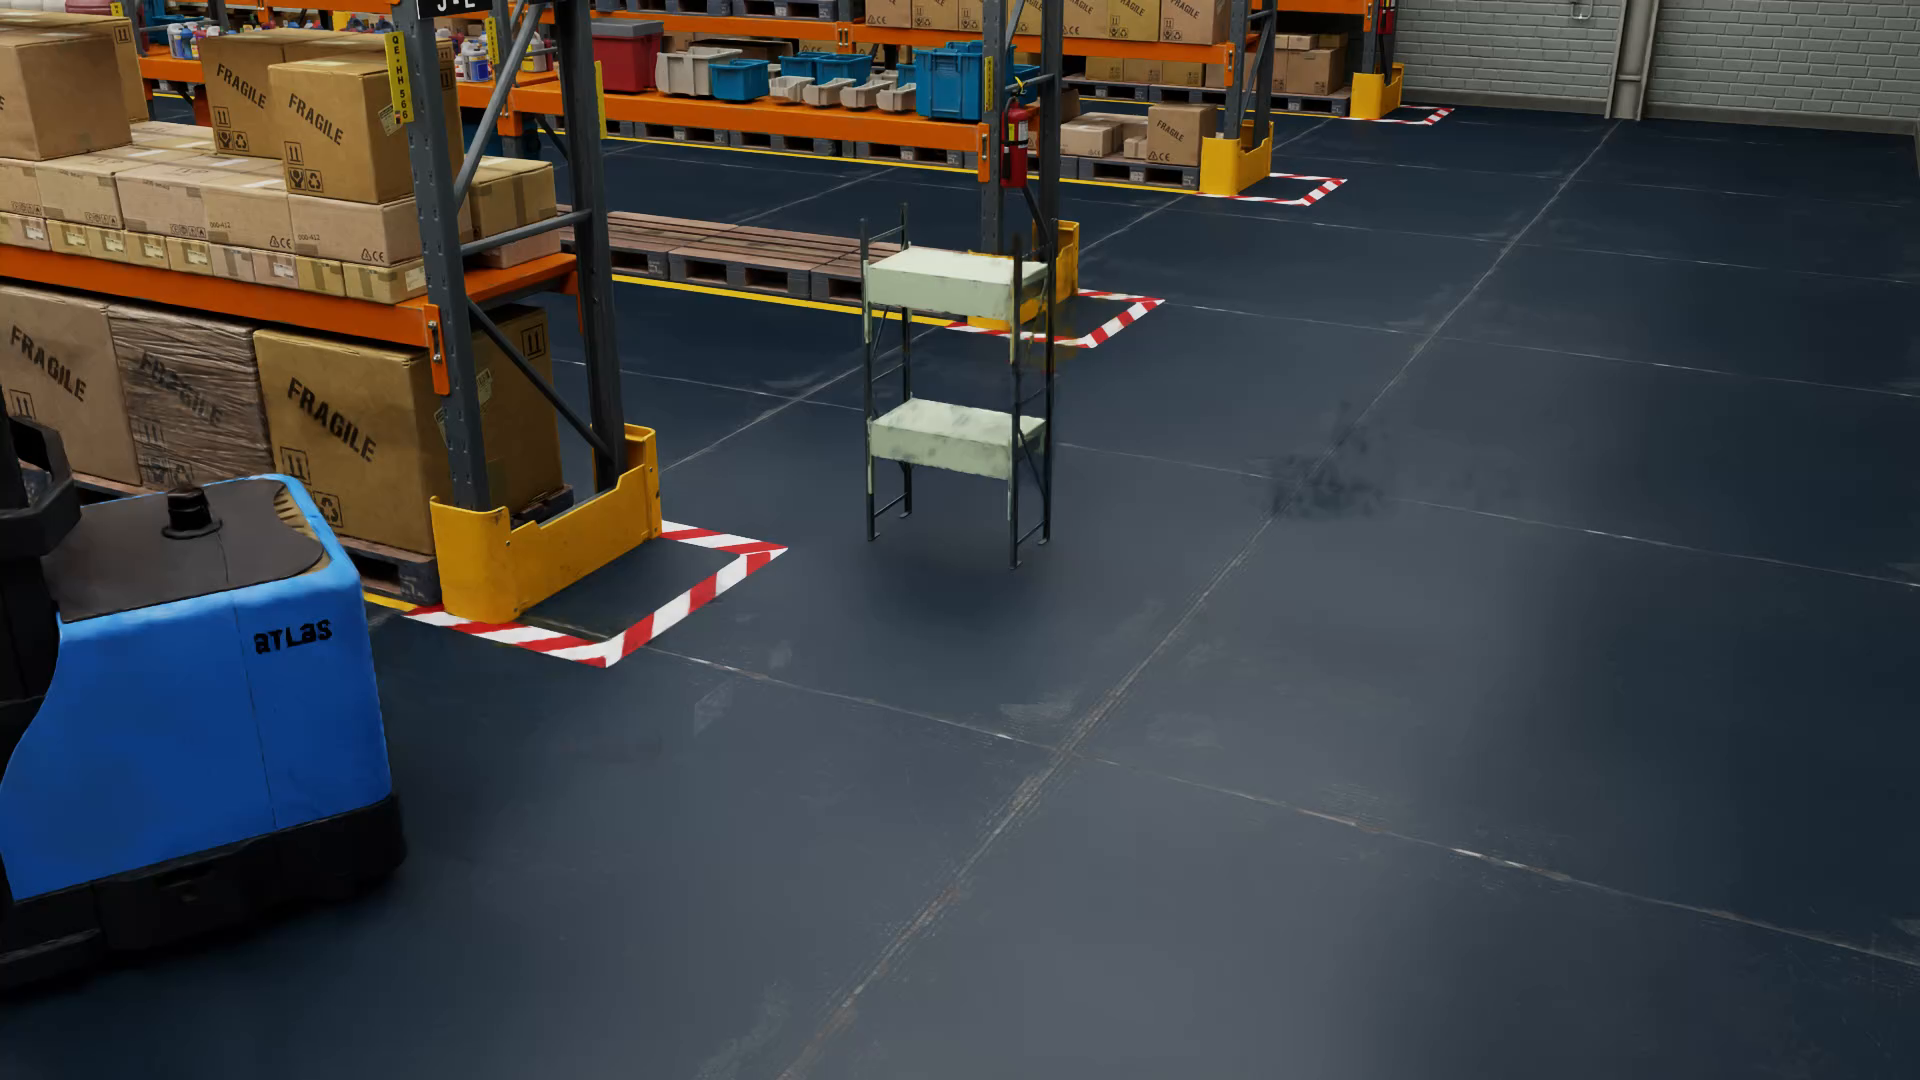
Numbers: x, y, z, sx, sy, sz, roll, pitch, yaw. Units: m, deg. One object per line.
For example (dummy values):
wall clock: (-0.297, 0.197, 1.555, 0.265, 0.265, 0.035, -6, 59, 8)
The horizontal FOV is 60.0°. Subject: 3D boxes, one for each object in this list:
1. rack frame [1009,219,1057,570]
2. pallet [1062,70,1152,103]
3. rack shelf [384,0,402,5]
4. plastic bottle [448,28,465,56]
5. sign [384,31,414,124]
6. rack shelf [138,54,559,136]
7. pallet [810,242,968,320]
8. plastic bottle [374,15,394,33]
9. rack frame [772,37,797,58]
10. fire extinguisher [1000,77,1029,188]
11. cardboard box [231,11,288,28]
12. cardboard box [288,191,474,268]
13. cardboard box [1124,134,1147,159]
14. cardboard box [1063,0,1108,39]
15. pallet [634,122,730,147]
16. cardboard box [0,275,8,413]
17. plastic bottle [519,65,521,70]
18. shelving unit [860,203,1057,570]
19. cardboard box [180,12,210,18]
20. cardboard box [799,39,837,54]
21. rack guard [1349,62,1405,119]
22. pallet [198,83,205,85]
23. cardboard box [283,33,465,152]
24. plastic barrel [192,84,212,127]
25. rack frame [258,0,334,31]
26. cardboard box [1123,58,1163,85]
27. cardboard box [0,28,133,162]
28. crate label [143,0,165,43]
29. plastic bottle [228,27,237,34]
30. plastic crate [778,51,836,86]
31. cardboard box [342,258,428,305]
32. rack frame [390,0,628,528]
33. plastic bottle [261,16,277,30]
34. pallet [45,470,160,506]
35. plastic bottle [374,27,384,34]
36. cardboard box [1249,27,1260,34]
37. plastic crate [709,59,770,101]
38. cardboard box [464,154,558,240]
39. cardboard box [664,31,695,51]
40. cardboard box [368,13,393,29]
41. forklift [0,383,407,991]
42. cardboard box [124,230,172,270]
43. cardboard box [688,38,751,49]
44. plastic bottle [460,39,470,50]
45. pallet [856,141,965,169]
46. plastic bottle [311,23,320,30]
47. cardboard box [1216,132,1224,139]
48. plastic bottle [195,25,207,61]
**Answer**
rack frame: (0.321, -0.627, 7.307, 0.023, 1.500, 0.400, 11, 25, 25)
pallet: (1.961, -5.708, 20.903, 1.213, 0.211, 1.003, 11, 25, 25)
rack shelf: (-3.602, -2.659, 7.257, 4.000, 0.370, 1.077, 11, 25, 25)
plastic bottle: (-4.080, -4.010, 13.496, 0.133, 0.283, 0.061, 11, 25, 25)
sign: (-2.075, -1.712, 6.160, 0.005, 0.325, 0.100, 11, 25, 25)
rack shelf: (-4.937, -3.715, 13.573, 4.000, 0.370, 1.077, 11, 25, 25)
pallet: (-0.301, -1.863, 11.861, 1.213, 0.211, 1.003, 11, 25, 25)
plastic bottle: (-4.741, -4.154, 13.747, 0.185, 0.351, 0.144, 11, 25, 25)
rack frame: (-2.252, -7.860, 22.398, 0.127, 3.000, 1.000, 11, 25, 25)
fire extinguisher: (0.347, -2.594, 10.593, 0.183, 0.674, 0.296, 11, 25, 25)
cardboard box: (-8.776, -6.385, 20.949, 0.500, 0.500, 0.500, 11, 25, 25)
cardboard box: (-2.370, -1.318, 6.827, 0.500, 0.250, 0.500, 11, 25, 24)
cardboard box: (1.738, -3.728, 15.741, 0.250, 0.166, 0.380, 11, 25, 25)
cardboard box: (1.226, -4.927, 15.374, 0.500, 0.500, 0.500, 11, 26, 25)
pallet: (-2.750, -4.485, 18.026, 1.213, 0.211, 1.003, 11, 25, 25)
cardboard box: (-4.834, -1.034, 8.528, 0.875, 0.875, 0.875, 11, 25, 25)
plastic bottle: (-3.517, -3.853, 13.231, 0.097, 0.201, 0.097, 0, 23, 0)
shelving unit: (-0.006, -0.691, 7.459, 0.755, 1.500, 0.431, 11, 25, 25)
cardboard box: (-9.455, -6.293, 20.733, 0.500, 0.500, 0.500, 11, 25, 25)
cardboard box: (-1.655, -6.888, 22.324, 0.750, 0.750, 0.750, 11, 25, 24)
rack guard: (4.909, -5.292, 19.556, 0.348, 0.500, 1.175, 11, 25, 25)
pallet: (-8.744, -5.707, 20.900, 1.213, 0.211, 1.003, 11, 25, 25)
cardboard box: (-2.570, -1.937, 7.326, 0.500, 0.500, 0.500, 11, 25, 23)
plastic barrel: (-6.278, -3.514, 14.416, 0.708, 0.830, 0.600, 11, 25, 25)
rack frame: (-8.054, -6.835, 19.989, 0.127, 3.000, 1.000, 11, 25, 25)
cardboard box: (2.386, -5.938, 20.538, 0.500, 0.500, 0.700, 11, 25, 24)
cardboard box: (-4.173, -2.023, 7.526, 0.500, 0.500, 0.500, 10, 25, 23)
crate label: (-7.487, -4.686, 14.890, 0.616, 0.435, 0.502, 11, 25, 25)
plastic bottle: (-5.950, -4.060, 13.630, 0.097, 0.271, 0.097, 0, 23, 0)
plastic crate: (-1.097, -3.382, 12.006, 0.300, 0.233, 0.416, 11, 25, 25)
cardboard box: (-2.284, -1.089, 6.800, 0.250, 0.149, 0.380, 12, 26, 26)
rack frame: (-1.818, -1.257, 6.873, 0.127, 3.000, 1.000, 11, 25, 25)
plastic bottle: (-5.963, -4.383, 14.372, 0.133, 0.283, 0.061, 11, 25, 25)
pallet: (-3.651, -0.304, 8.194, 1.213, 0.211, 1.003, 11, 25, 25)
plastic bottle: (-4.757, -4.067, 13.645, 0.097, 0.271, 0.097, 0, 23, 0)
cardboard box: (3.516, -6.103, 20.097, 0.250, 0.149, 0.380, 12, 26, 25)
plastic crate: (-1.531, -3.211, 11.604, 0.300, 0.233, 0.416, 11, 25, 25)
cardboard box: (-2.124, -1.504, 7.265, 0.500, 0.250, 0.500, 10, 25, 23)
cardboard box: (-3.782, -7.230, 23.550, 0.500, 0.500, 0.700, 11, 25, 24)
cardboard box: (-8.815, -8.084, 25.799, 0.500, 0.311, 0.500, 8, 24, 19)
forklift: (-3.270, -0.142, 4.339, 3.031, 2.935, 1.130, -13, 26, -28)
cardboard box: (-3.428, -1.315, 7.330, 0.250, 0.149, 0.380, 11, 26, 25)
cardboard box: (-2.576, -5.255, 17.948, 0.500, 0.250, 0.500, 11, 25, 24)
plastic bottle: (-3.985, -3.946, 13.449, 0.097, 0.201, 0.097, 0, 23, 0)
pallet: (-0.302, -4.018, 16.928, 1.213, 0.211, 1.003, 11, 25, 25)
plastic bottle: (-5.103, -3.913, 13.181, 0.185, 0.351, 0.144, 11, 25, 25)
cardboard box: (2.437, -3.801, 15.935, 0.250, 0.149, 0.380, 11, 25, 25)
plastic bottle: (-6.209, -4.083, 13.666, 0.133, 0.283, 0.061, 11, 25, 25)
